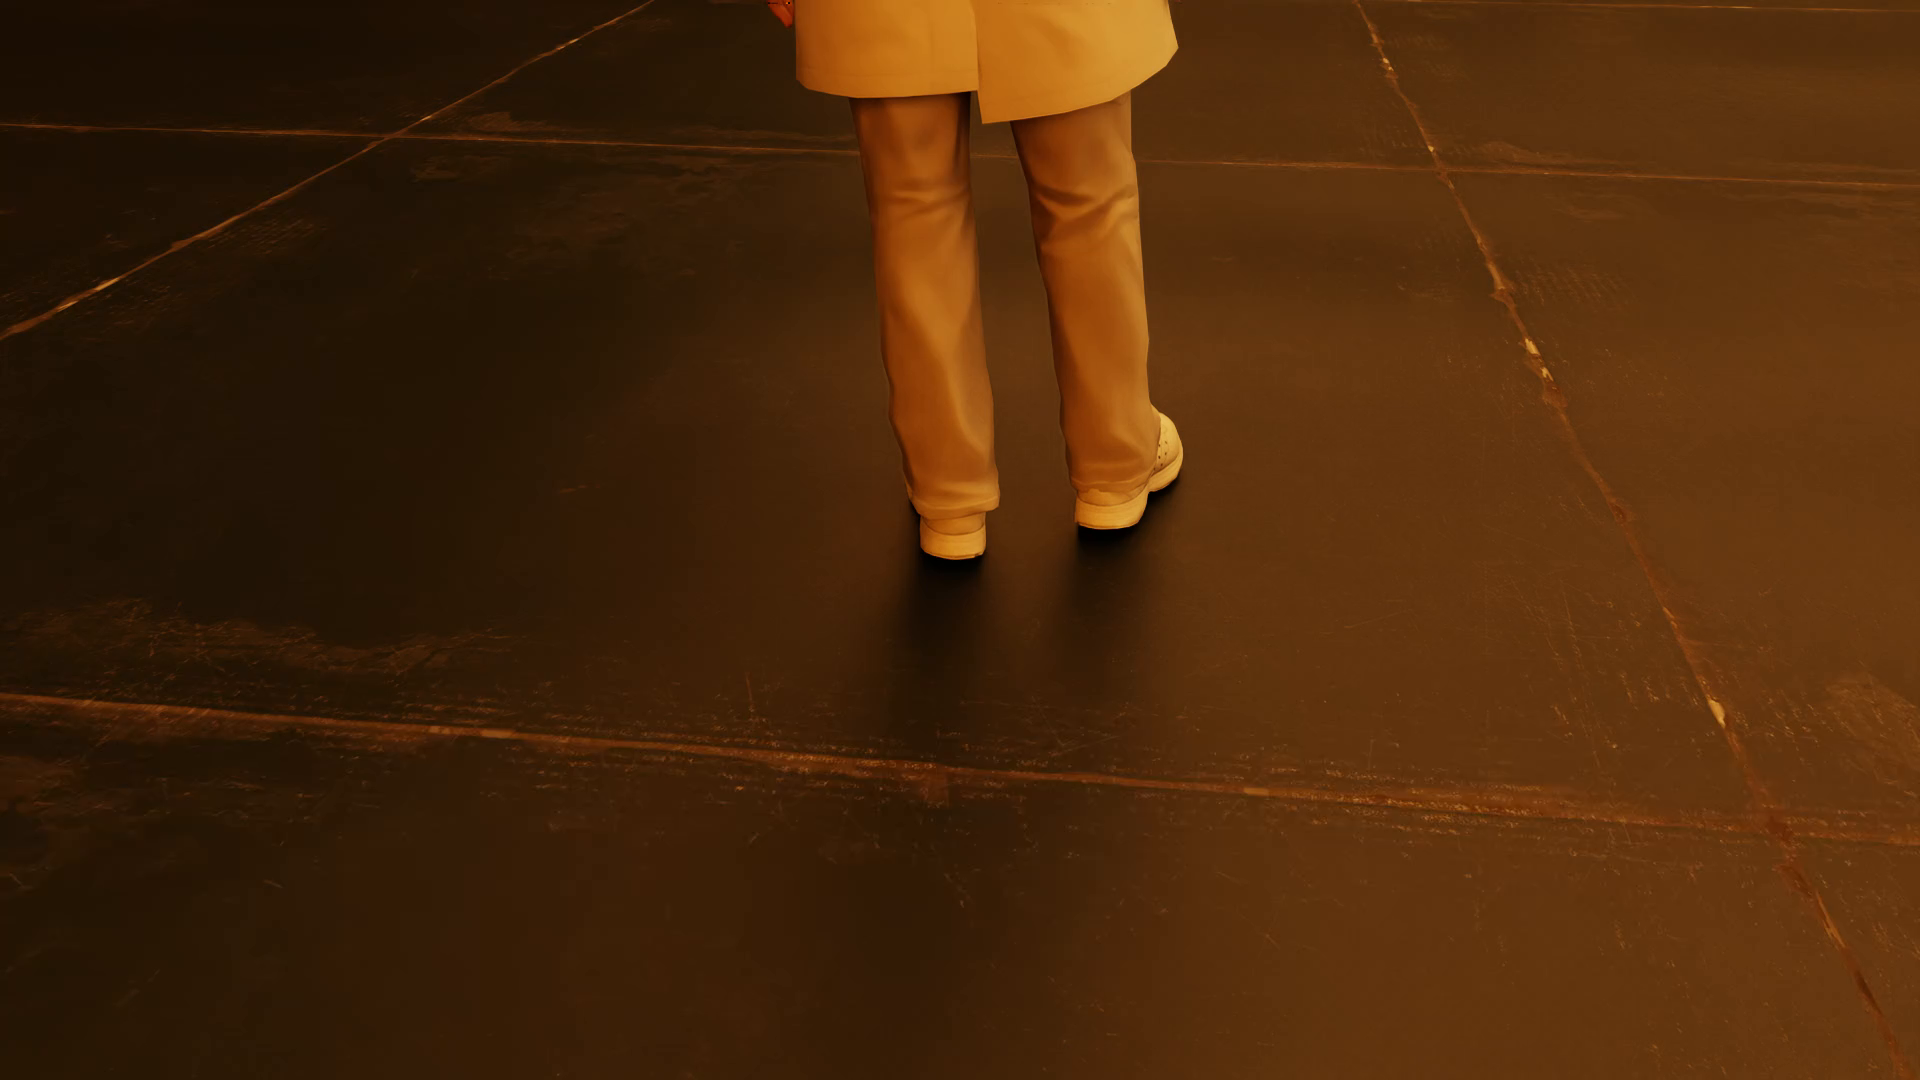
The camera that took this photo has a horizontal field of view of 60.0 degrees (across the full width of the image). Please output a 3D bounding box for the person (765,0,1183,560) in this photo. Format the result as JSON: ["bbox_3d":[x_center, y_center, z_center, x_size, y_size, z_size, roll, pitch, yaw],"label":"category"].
[{"bbox_3d":[0.016,-0.842,2.181,0.696,1.778,0.578,3,27,7],"label":"person"}]
